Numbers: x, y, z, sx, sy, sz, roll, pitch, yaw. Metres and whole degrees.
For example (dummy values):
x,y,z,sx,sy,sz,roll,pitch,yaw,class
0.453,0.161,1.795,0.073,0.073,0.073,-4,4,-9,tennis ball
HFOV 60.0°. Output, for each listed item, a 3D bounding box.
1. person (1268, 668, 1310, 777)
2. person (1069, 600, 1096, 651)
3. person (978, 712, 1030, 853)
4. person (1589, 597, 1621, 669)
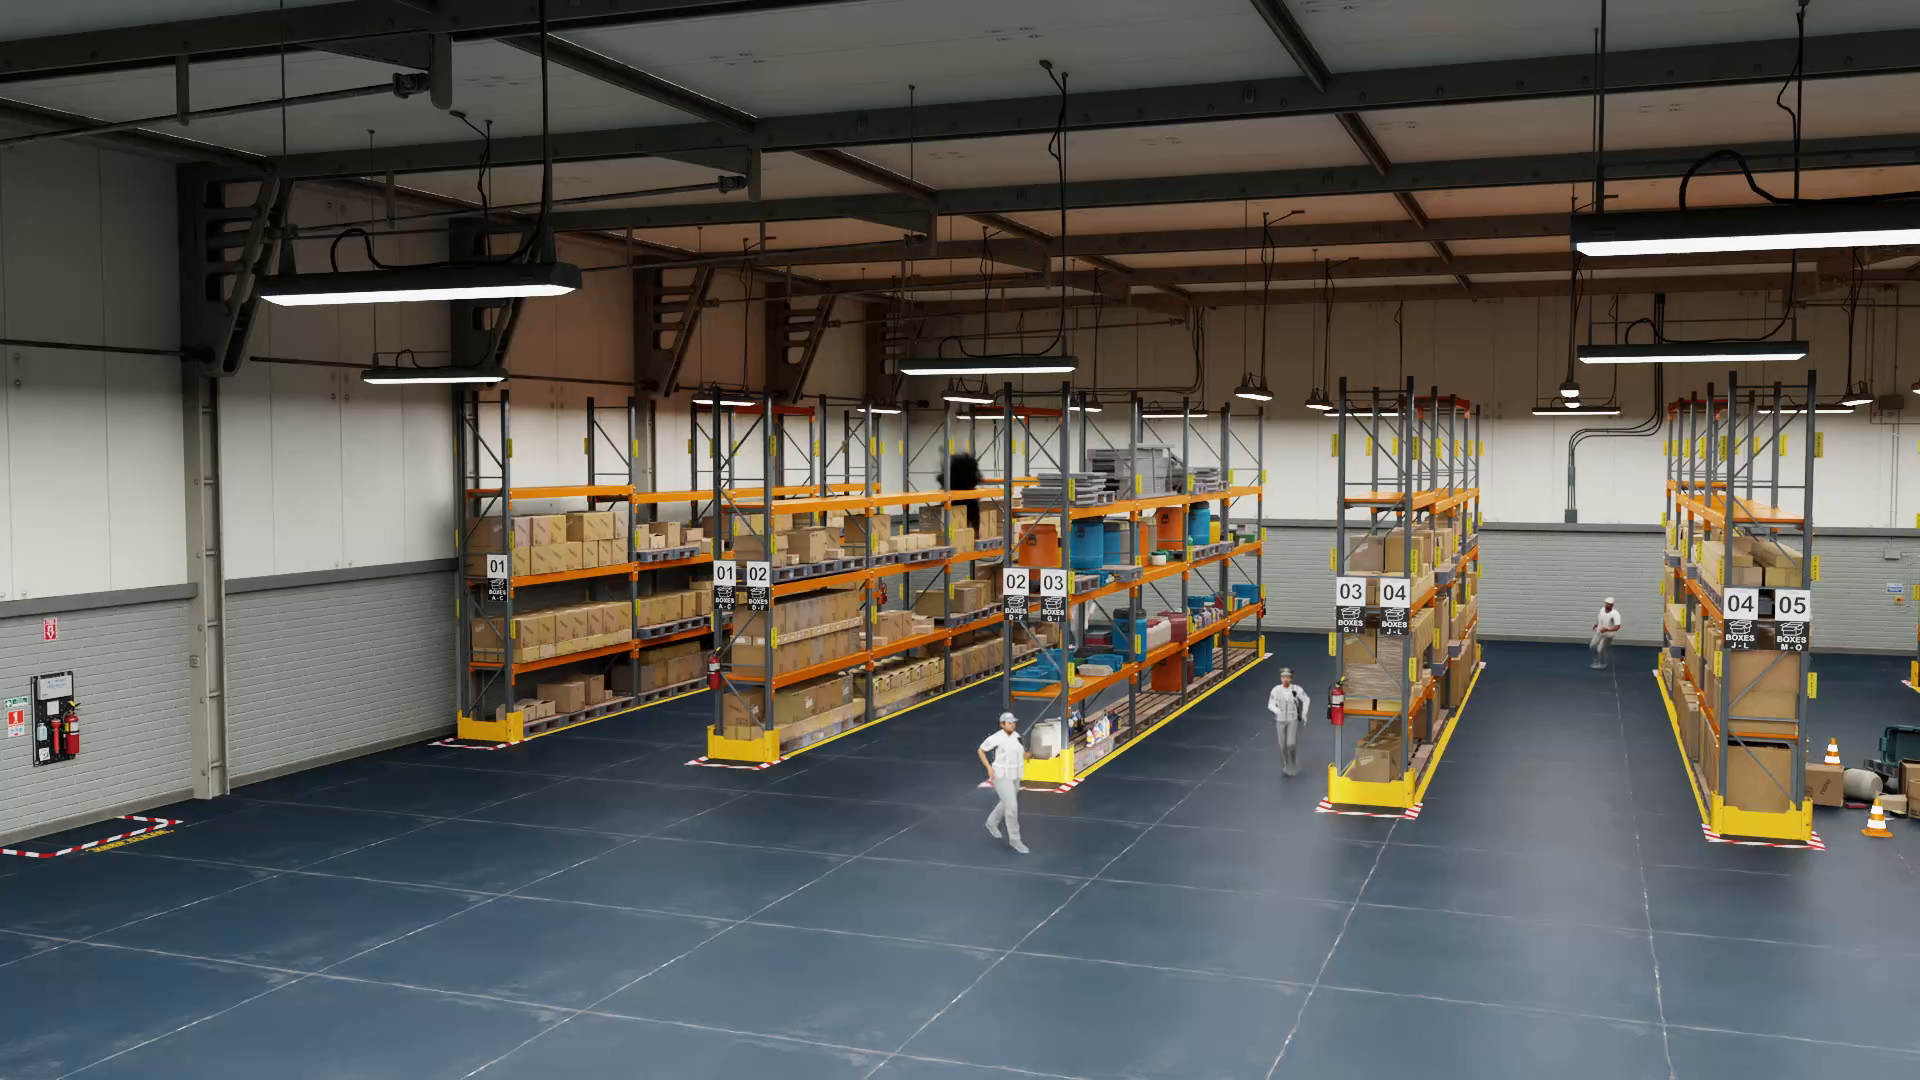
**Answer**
x,y,z,sx,sy,sz,roll,pitch,yaw,class
4.985,2.767,25.290,0.578,1.671,0.739,1,3,21,person
2.714,1.815,37.491,0.714,1.783,1.085,1,3,16,person
0.587,3.012,20.884,0.878,1.687,0.594,3,4,44,person
14.513,2.101,37.467,0.673,1.668,0.800,-3,4,-43,person
